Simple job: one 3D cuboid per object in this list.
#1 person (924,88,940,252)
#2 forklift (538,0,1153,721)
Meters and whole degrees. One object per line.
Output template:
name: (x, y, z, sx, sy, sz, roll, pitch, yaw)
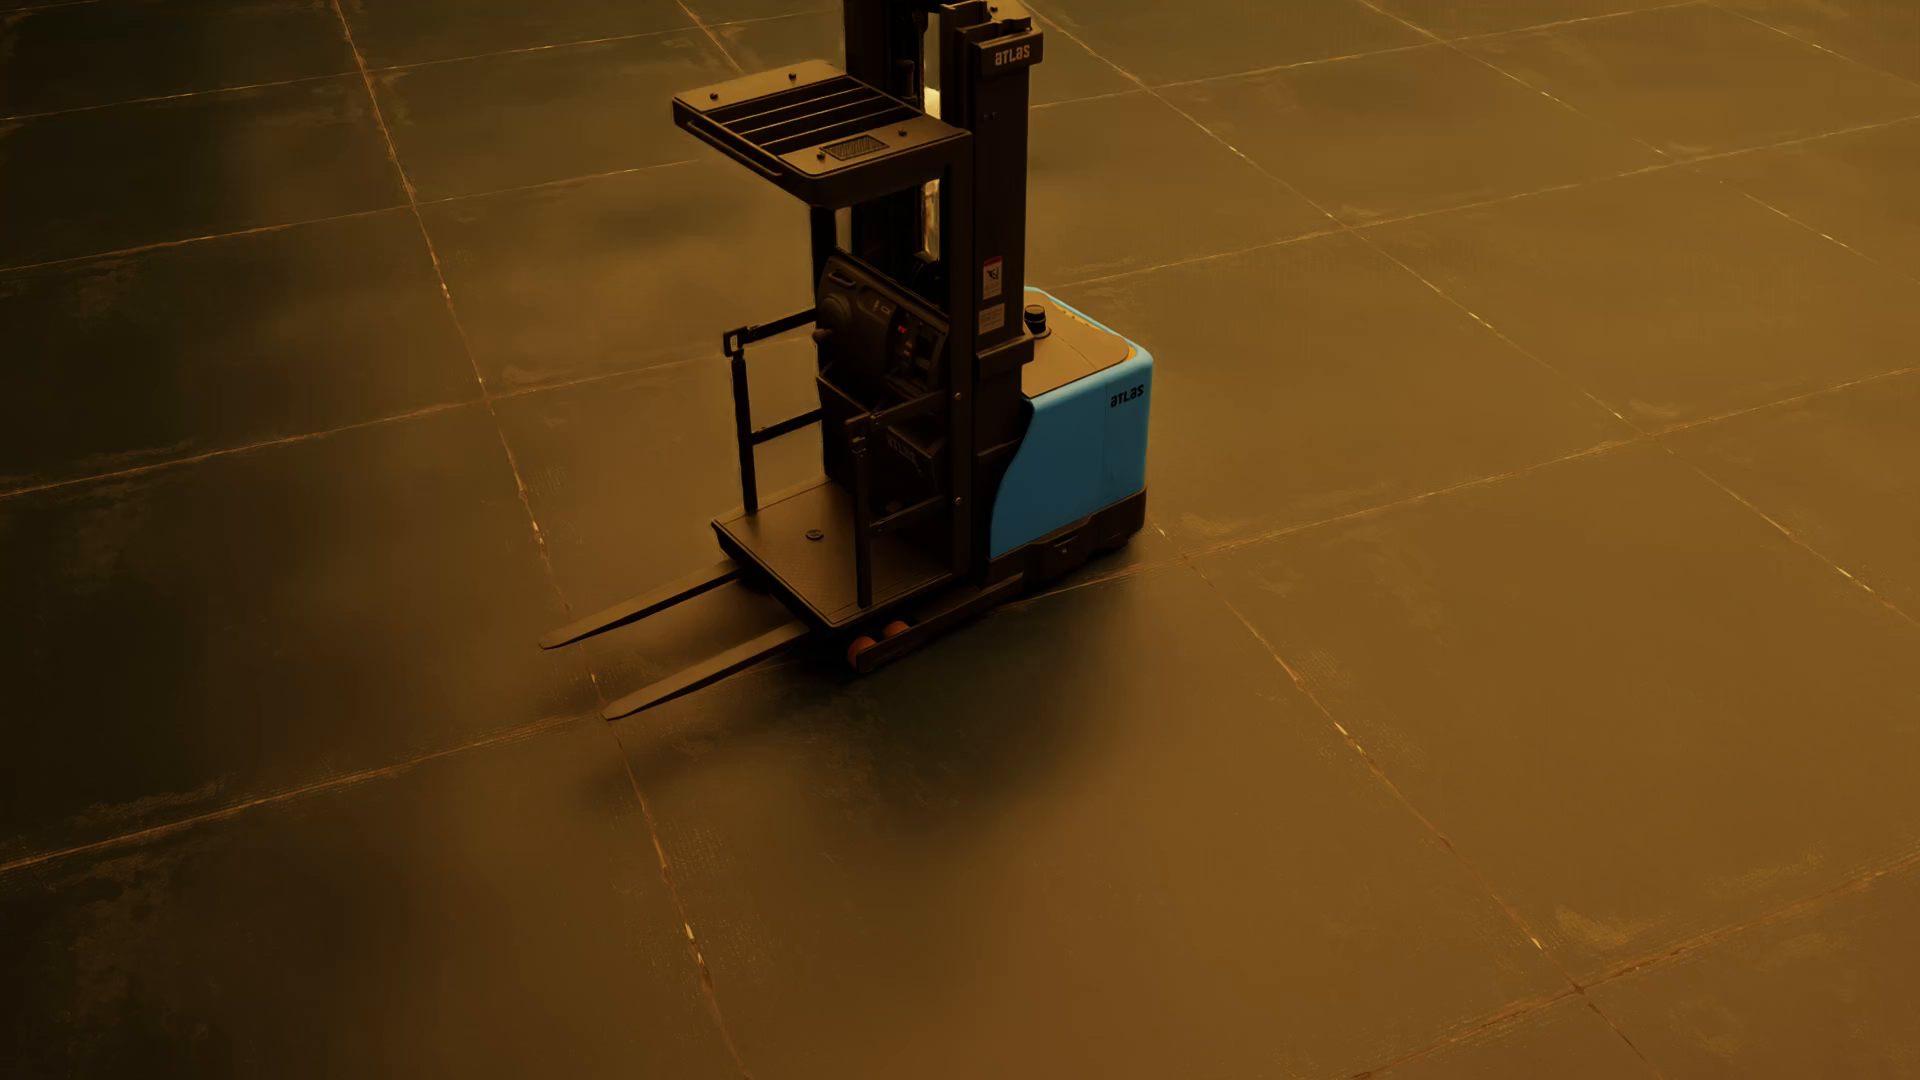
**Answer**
person: (-0.326, -2.182, 10.253, 0.577, 1.753, 0.935, -19, 40, -25)
forklift: (-0.523, -0.924, 7.398, 3.031, 2.935, 1.130, -24, 42, -30)
